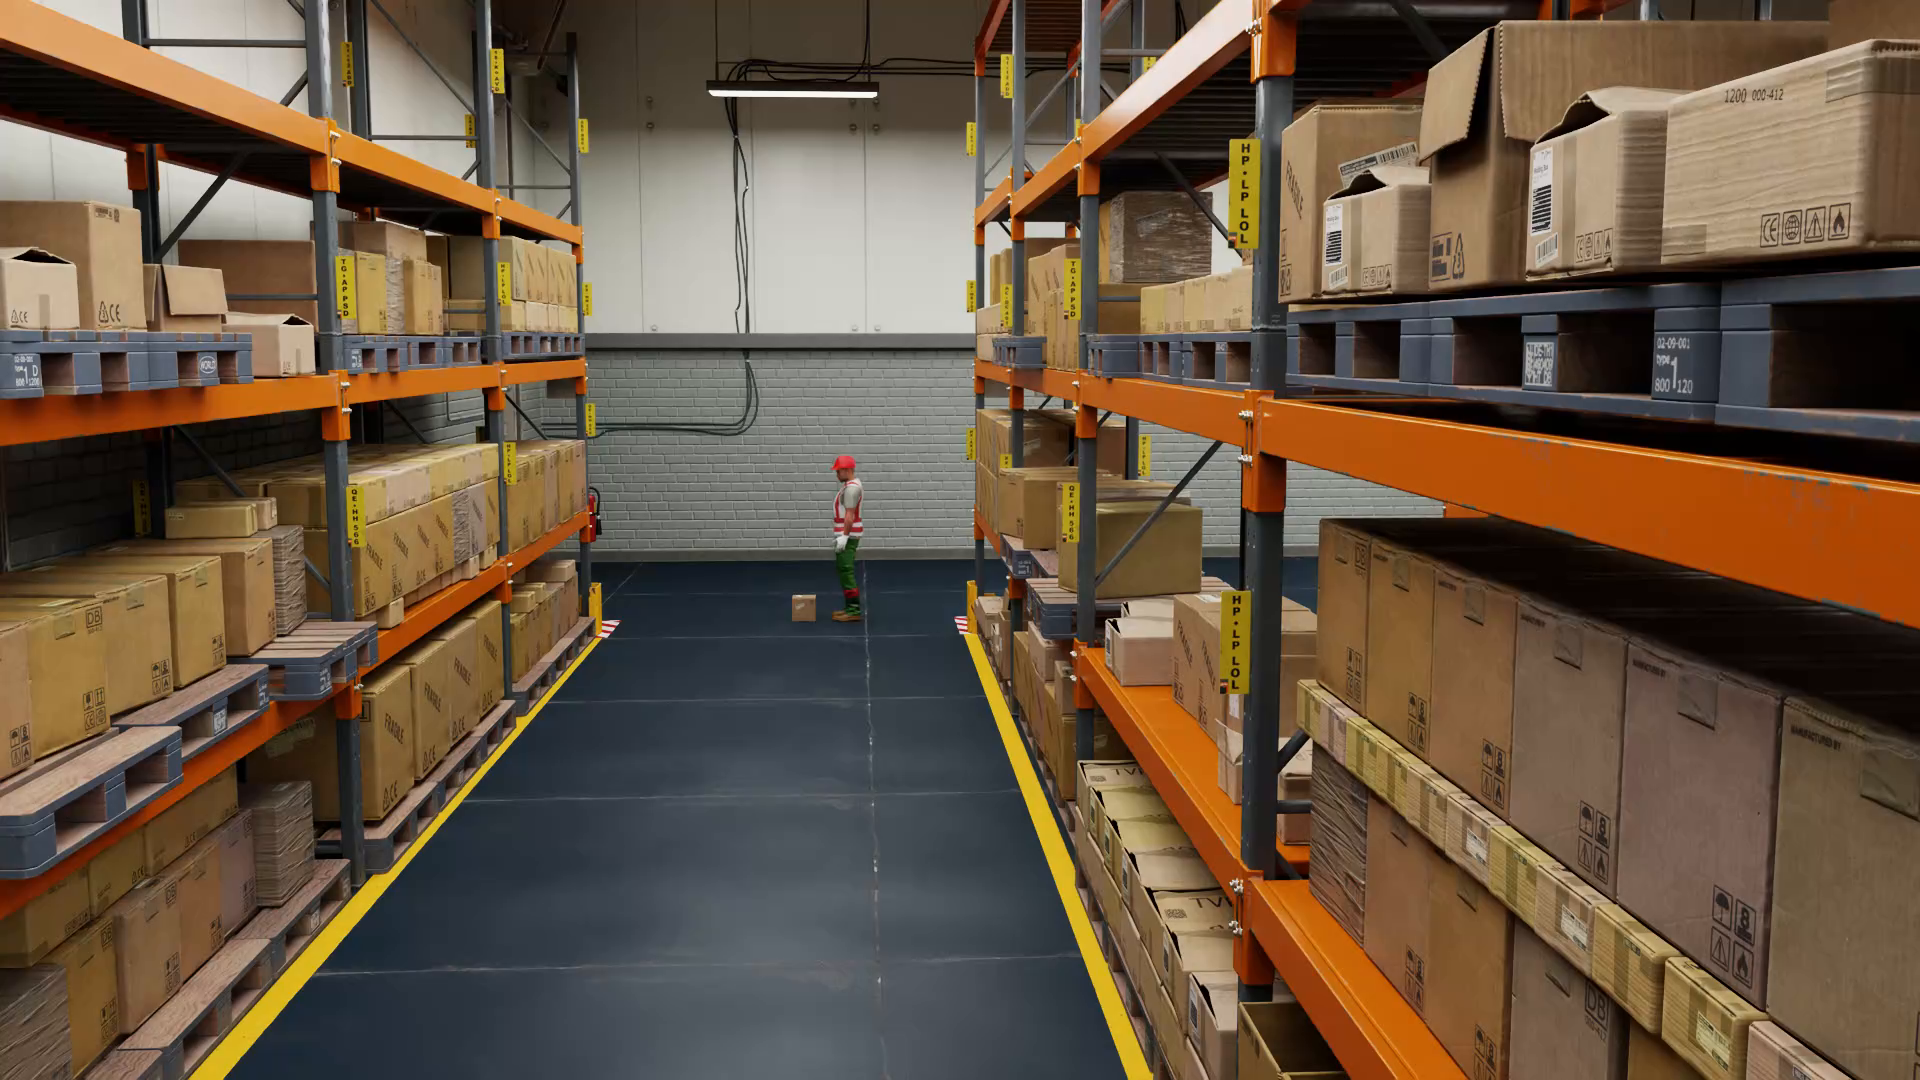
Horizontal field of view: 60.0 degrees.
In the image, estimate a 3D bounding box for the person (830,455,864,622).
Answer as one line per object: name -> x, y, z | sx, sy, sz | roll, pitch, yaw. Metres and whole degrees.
person -> -1.212, -0.024, 17.885 | 0.358, 1.776, 0.528 | 0, 7, -3
